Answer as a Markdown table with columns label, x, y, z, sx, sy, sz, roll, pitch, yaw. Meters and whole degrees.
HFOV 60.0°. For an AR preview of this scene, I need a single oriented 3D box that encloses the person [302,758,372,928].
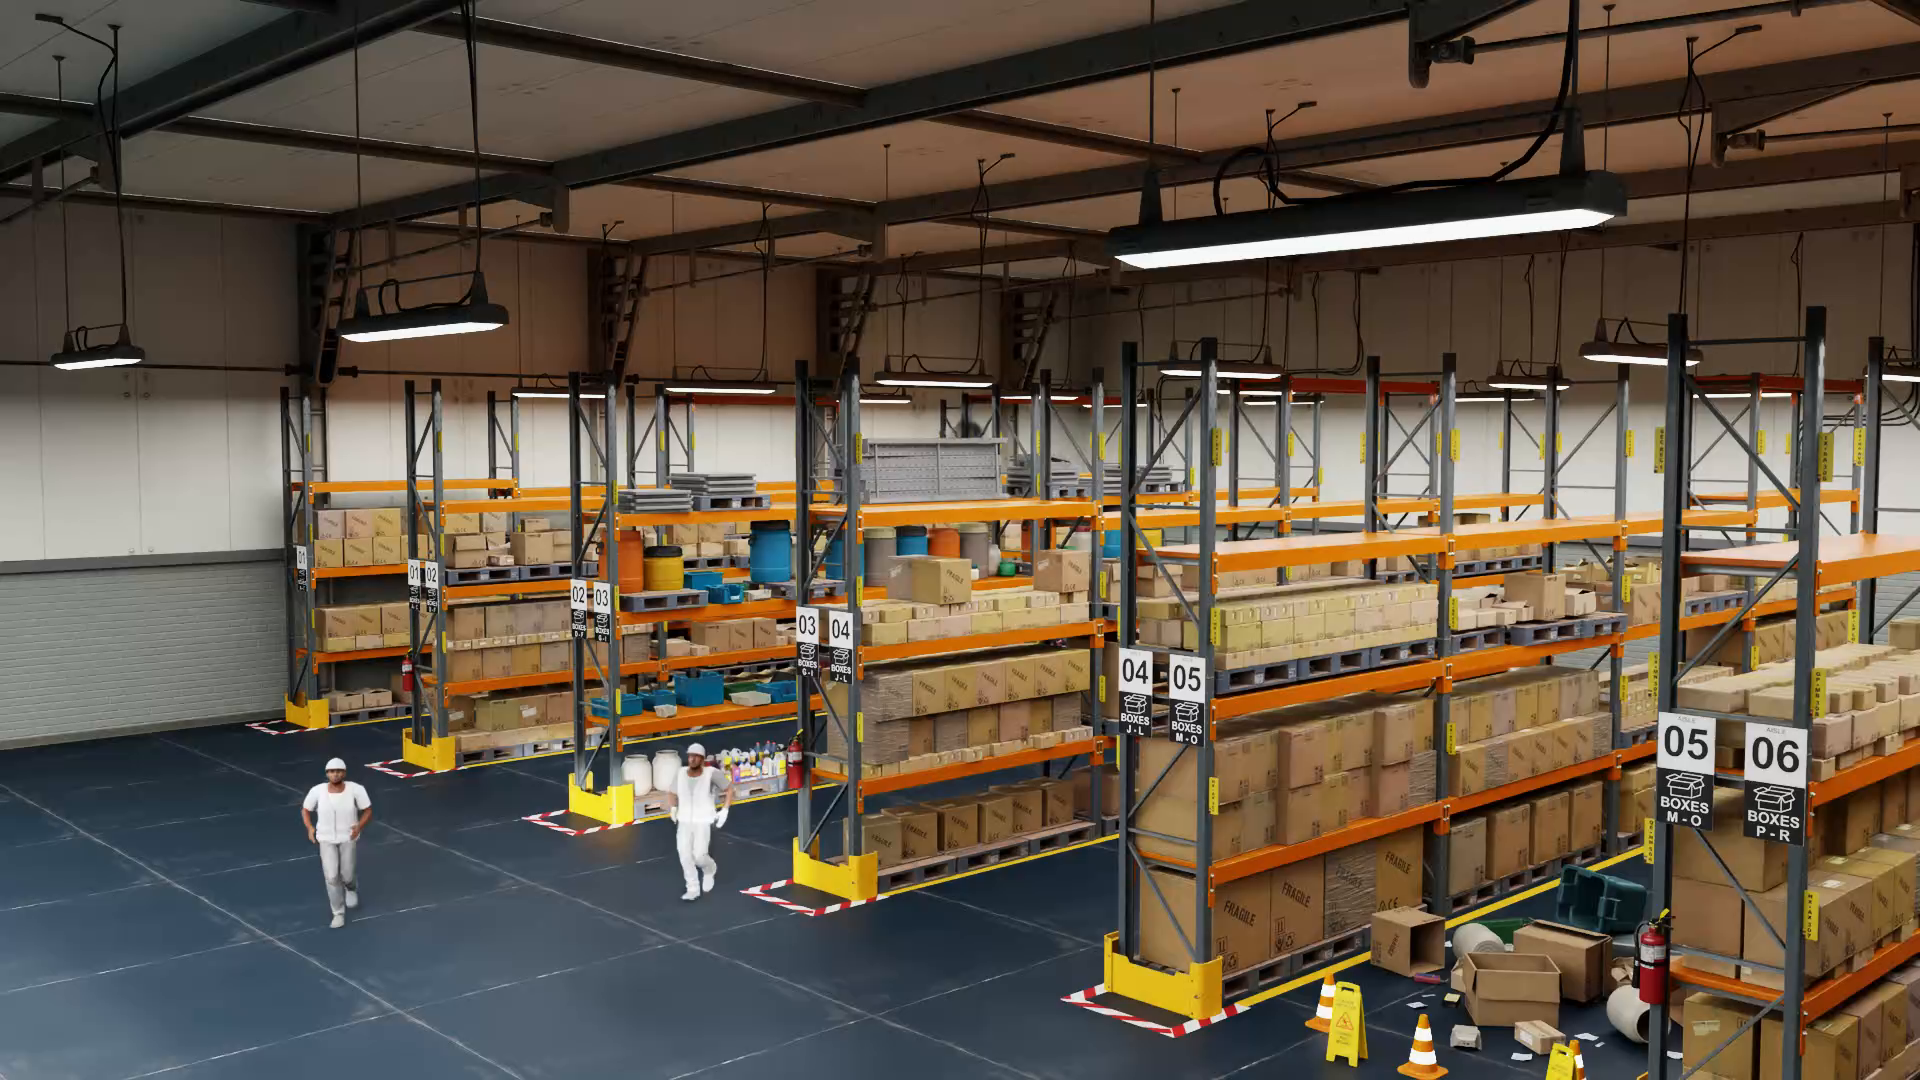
| label | x | y | z | sx | sy | sz | roll | pitch | yaw |
| --- | --- | --- | --- | --- | --- | --- | --- | --- | --- |
| person | -6.607 | 3.168 | 17.634 | 0.708 | 1.746 | 0.714 | -1 | 4 | -16 |

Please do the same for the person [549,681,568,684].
| label | x | y | z | sx | sy | sz | roll | pitch | yaw |
| --- | --- | --- | --- | --- | --- | --- | --- | --- | --- |
| person | -7.022 | 2.429 | 29.034 | 0.676 | 1.751 | 0.886 | 3 | 5 | 43 |

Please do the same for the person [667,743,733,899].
| label | x | y | z | sx | sy | sz | roll | pitch | yaw |
| --- | --- | --- | --- | --- | --- | --- | --- | --- | --- |
| person | -2.906 | 3.115 | 18.405 | 0.723 | 1.740 | 0.591 | 1 | 4 | 9 |

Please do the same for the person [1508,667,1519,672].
| label | x | y | z | sx | sy | sz | roll | pitch | yaw |
| --- | --- | --- | --- | --- | --- | --- | --- | --- | --- |
| person | 8.367 | 2.746 | 24.903 | 0.783 | 1.705 | 0.601 | -4 | 5 | -44 |
